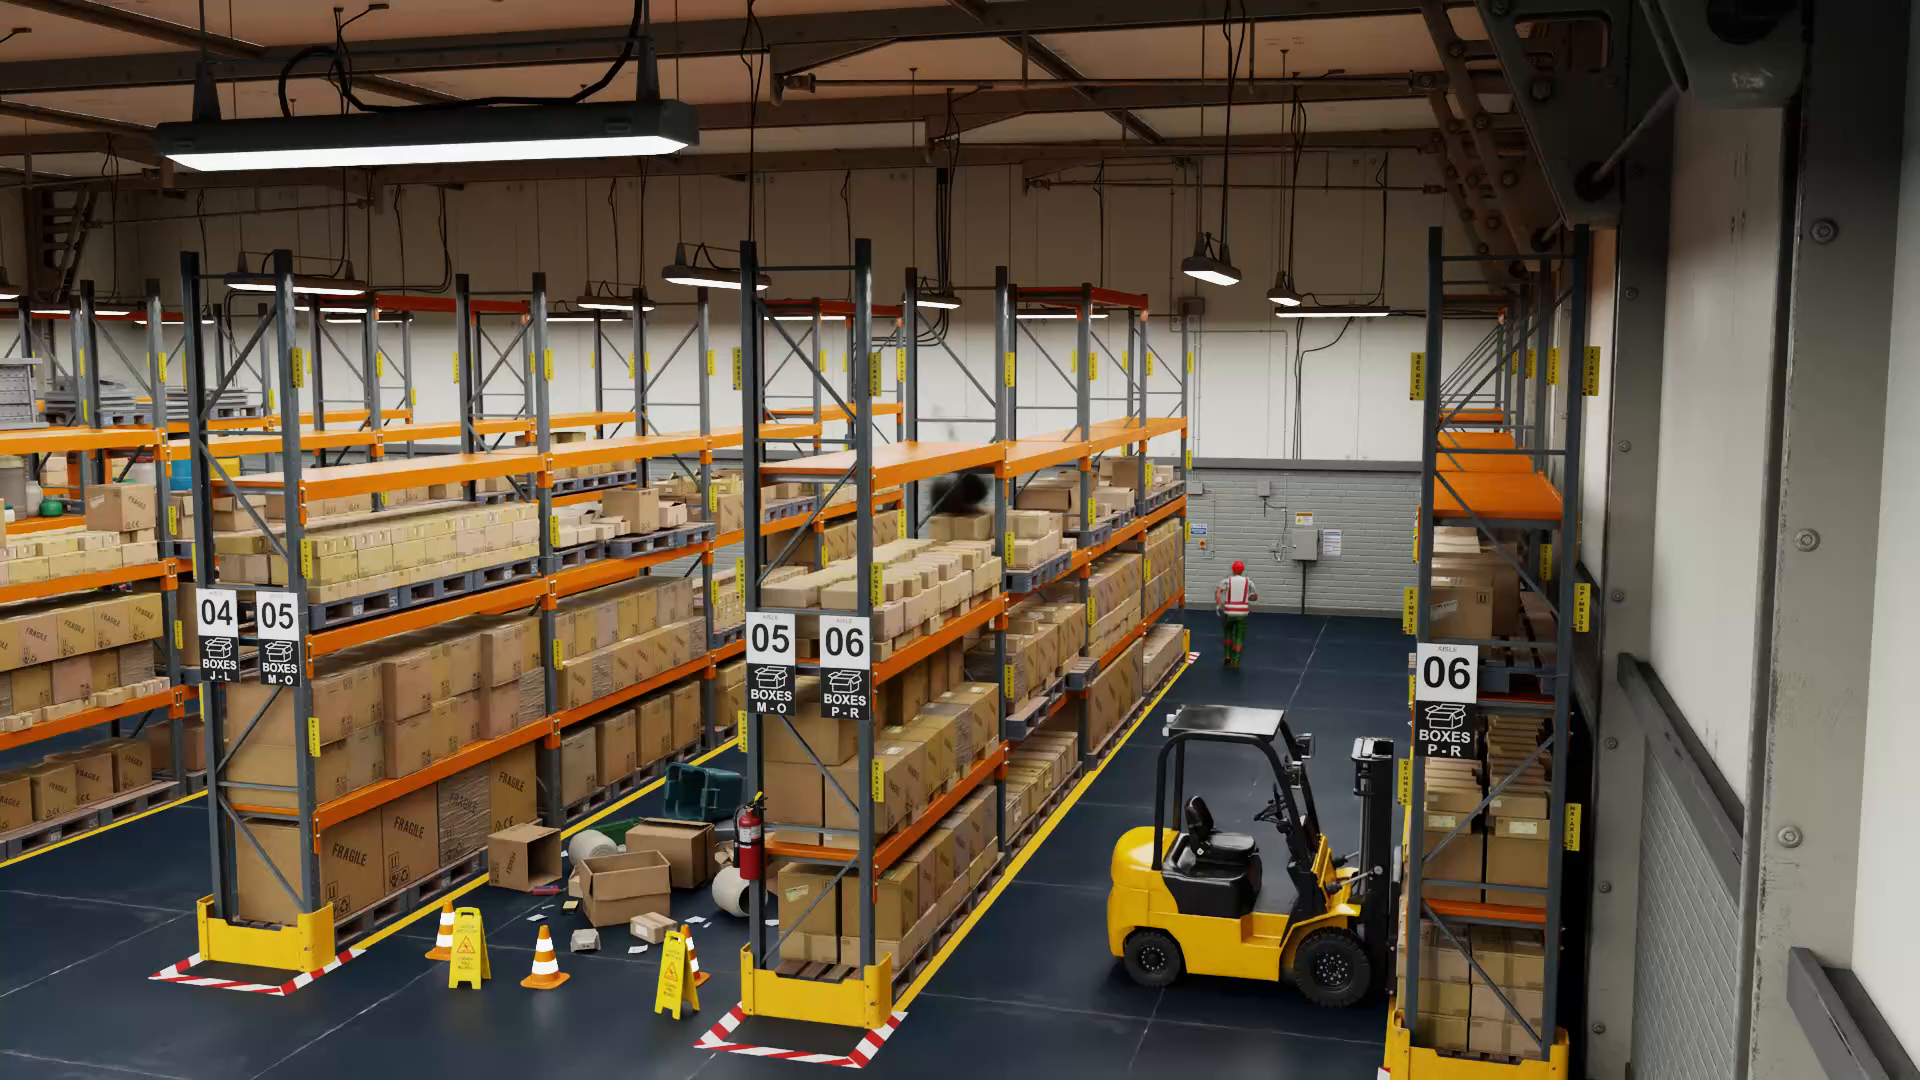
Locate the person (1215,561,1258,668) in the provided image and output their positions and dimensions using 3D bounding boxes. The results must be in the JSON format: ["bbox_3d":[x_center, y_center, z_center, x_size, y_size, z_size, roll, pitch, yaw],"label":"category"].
[{"bbox_3d":[4.534,1.240,27.290,0.680,1.803,0.810,1,7,12],"label":"person"}]
